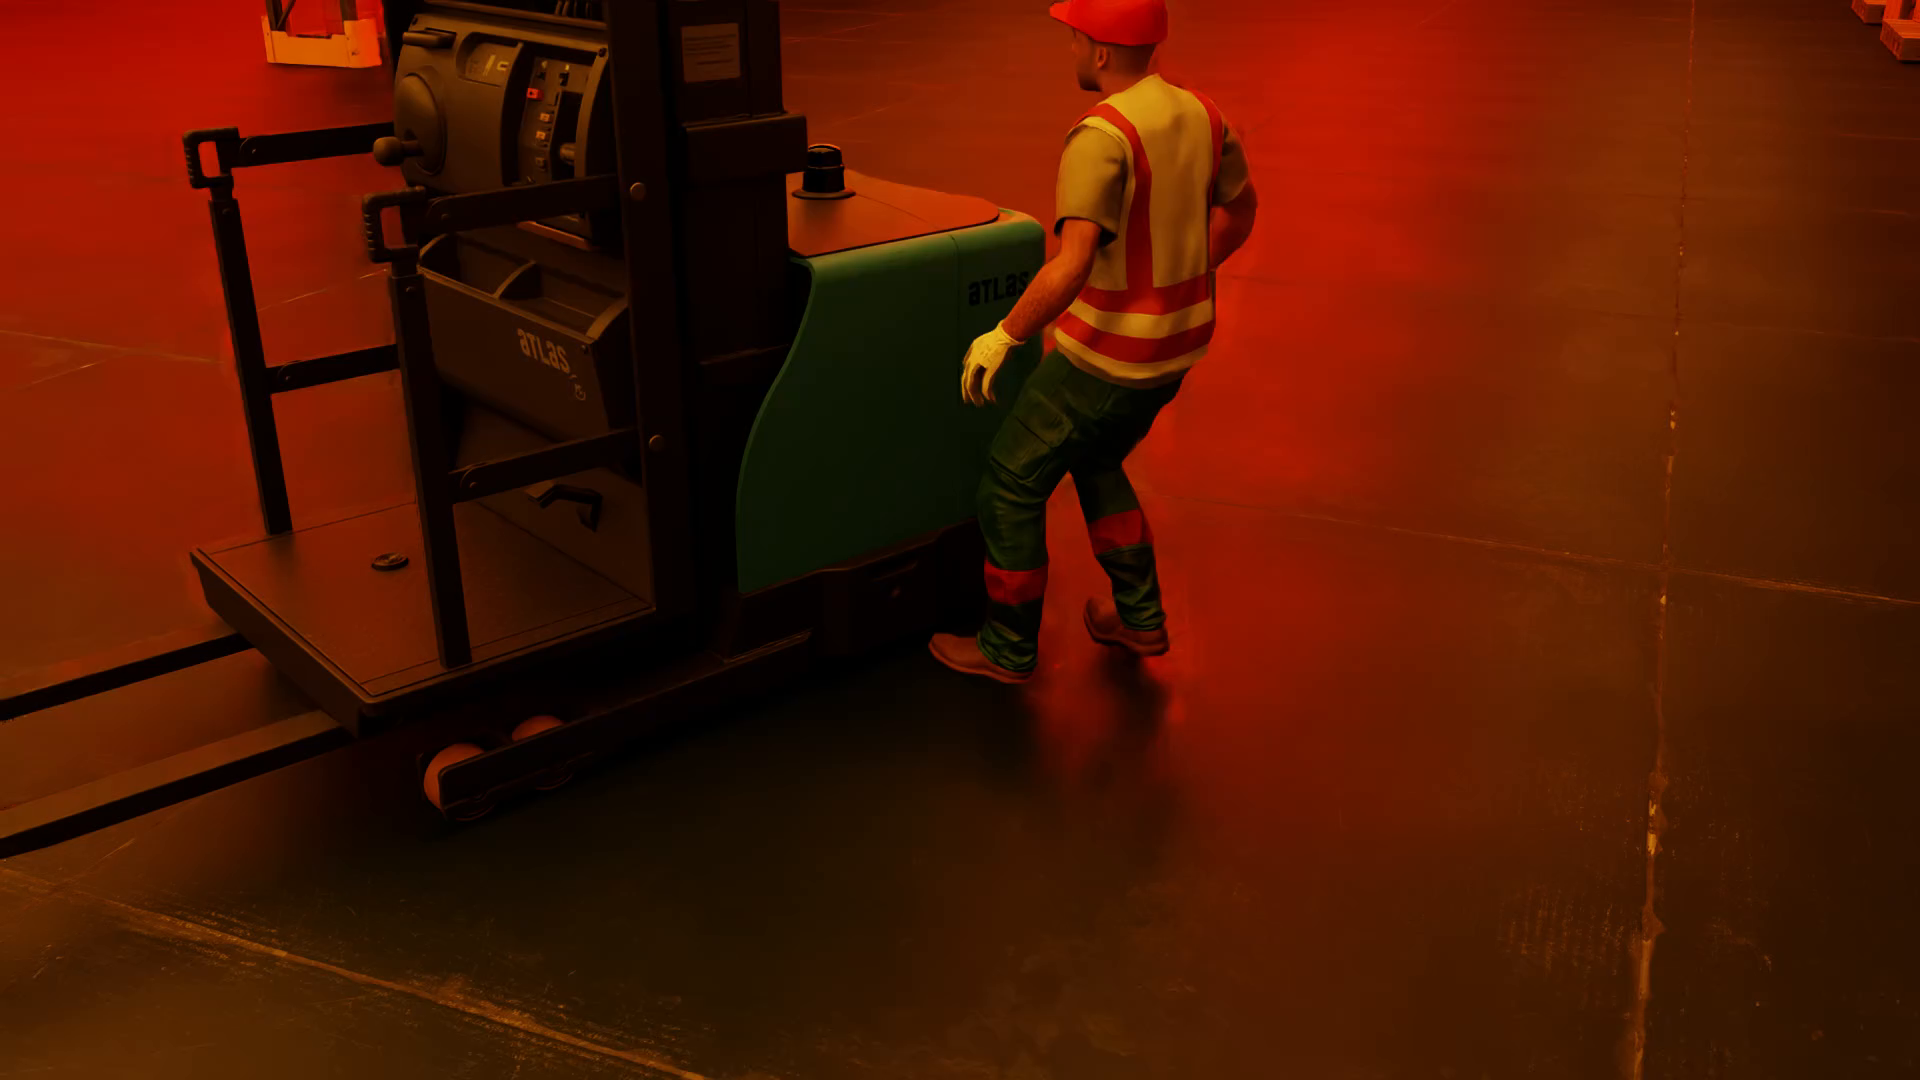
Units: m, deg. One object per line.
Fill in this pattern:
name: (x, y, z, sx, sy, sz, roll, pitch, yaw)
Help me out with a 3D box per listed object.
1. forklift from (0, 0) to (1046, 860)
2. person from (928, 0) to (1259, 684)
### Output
forklift: (-1.199, -0.967, 3.607, 3.031, 2.935, 1.130, -19, 29, -38)
person: (0.306, -0.481, 4.042, 0.573, 1.748, 0.925, 20, 30, 39)
